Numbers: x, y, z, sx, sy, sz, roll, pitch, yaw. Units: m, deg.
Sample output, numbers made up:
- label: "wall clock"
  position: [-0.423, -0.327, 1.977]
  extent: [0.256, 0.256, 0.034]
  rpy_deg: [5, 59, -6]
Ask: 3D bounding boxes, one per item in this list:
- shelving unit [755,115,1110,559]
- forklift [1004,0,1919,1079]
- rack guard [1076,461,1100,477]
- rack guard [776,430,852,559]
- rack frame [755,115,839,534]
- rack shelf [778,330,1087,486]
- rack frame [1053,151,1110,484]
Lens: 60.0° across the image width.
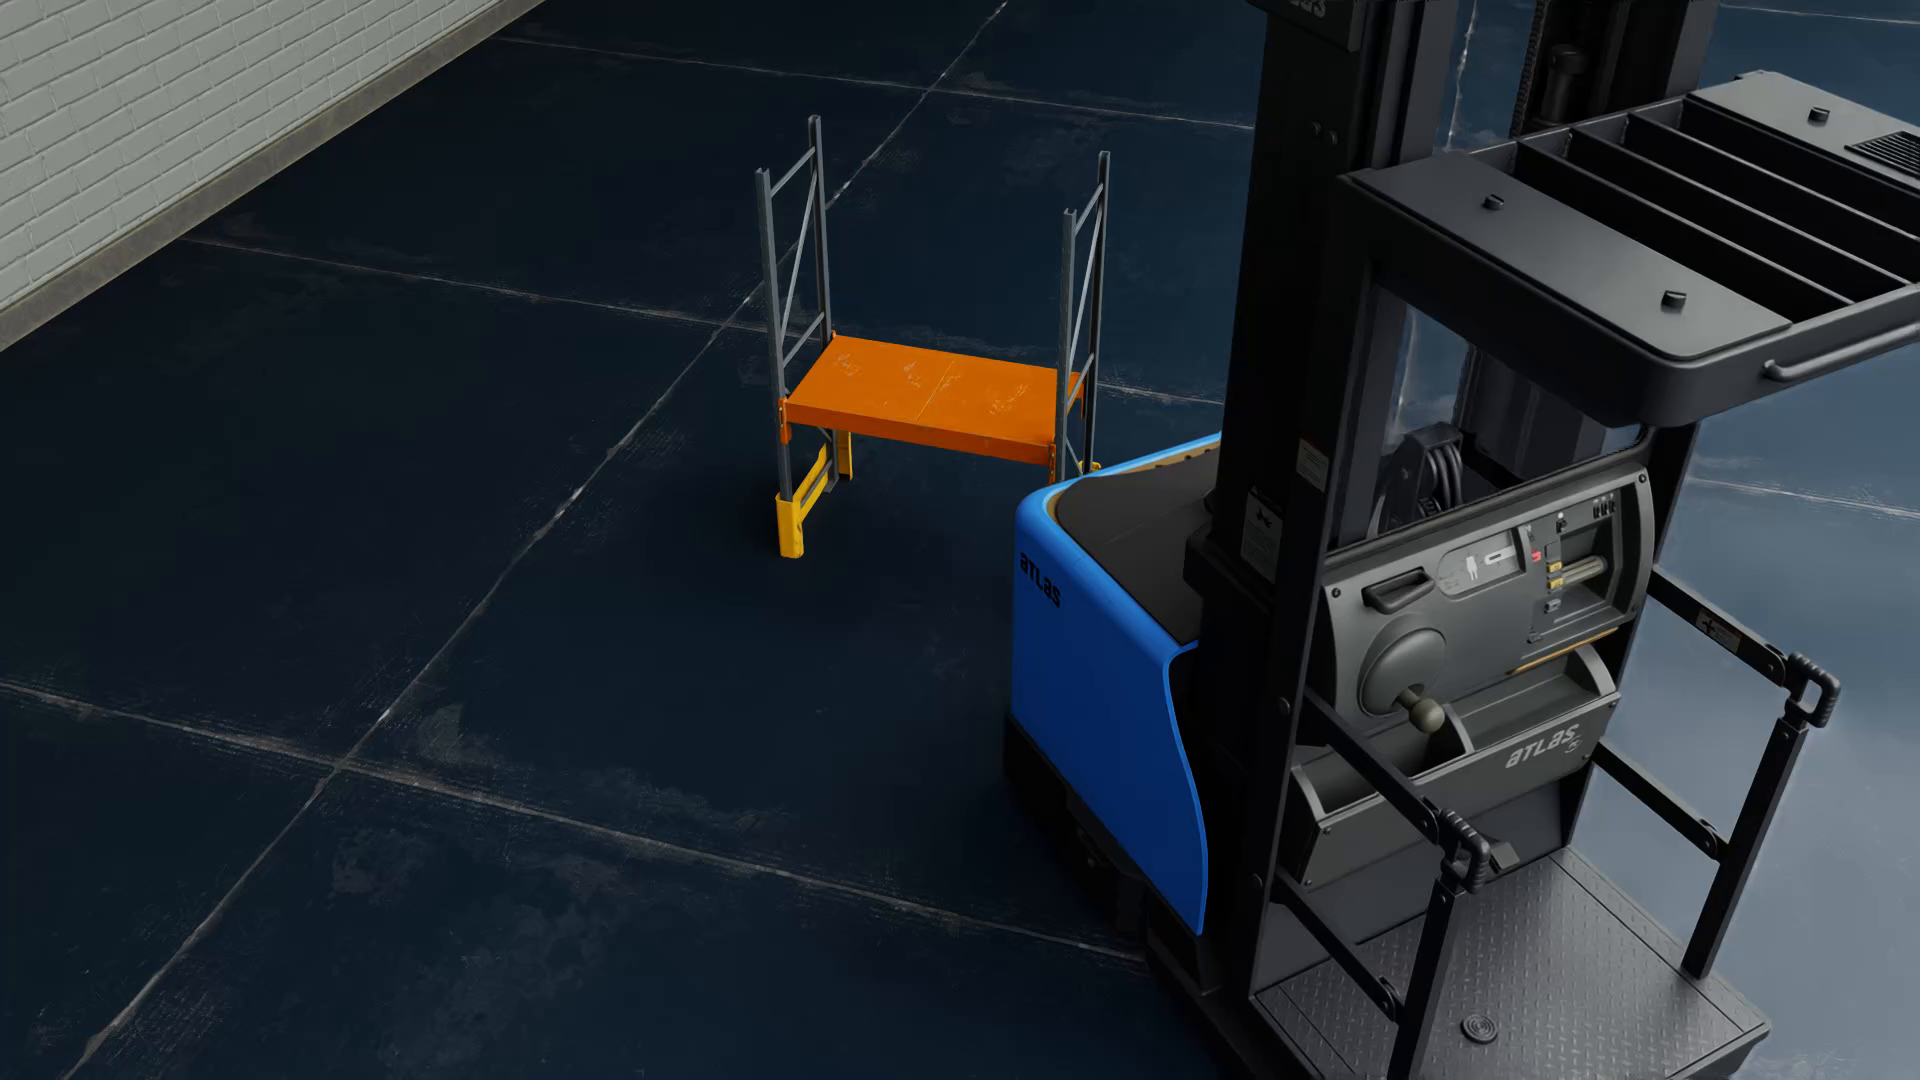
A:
- label: "shelving unit"
  position: [-0.073, -0.618, 5.824]
  extent: [1.083, 1.500, 0.587]
  rpy_deg: [10, 38, 14]
- label: "forklift"
  position: [1.282, 0.193, 3.516]
  extent: [1.130, 2.935, 3.031]
  rpy_deg: [-18, 40, -23]
- label: "rack guard"
  position: [0.403, -0.026, 6.075]
  extent: [0.087, 0.250, 0.587]
  rpy_deg: [10, 38, 14]
- label: "rack guard"
  position: [-0.548, -0.202, 6.314]
  extent: [0.087, 0.250, 0.587]
  rpy_deg: [10, 38, 14]
- label: "rack frame"
  position: [-0.567, -0.709, 5.948]
  extent: [0.032, 1.500, 0.500]
  rpy_deg: [10, 38, 14]
- label: "rack shelf"
  position: [-0.081, -0.474, 5.933]
  extent: [1.000, 0.185, 0.538]
  rpy_deg: [10, 38, 14]
- label: "rack frame"
  position: [0.404, -0.529, 5.704]
  extent: [0.032, 1.500, 0.500]
  rpy_deg: [10, 38, 14]
